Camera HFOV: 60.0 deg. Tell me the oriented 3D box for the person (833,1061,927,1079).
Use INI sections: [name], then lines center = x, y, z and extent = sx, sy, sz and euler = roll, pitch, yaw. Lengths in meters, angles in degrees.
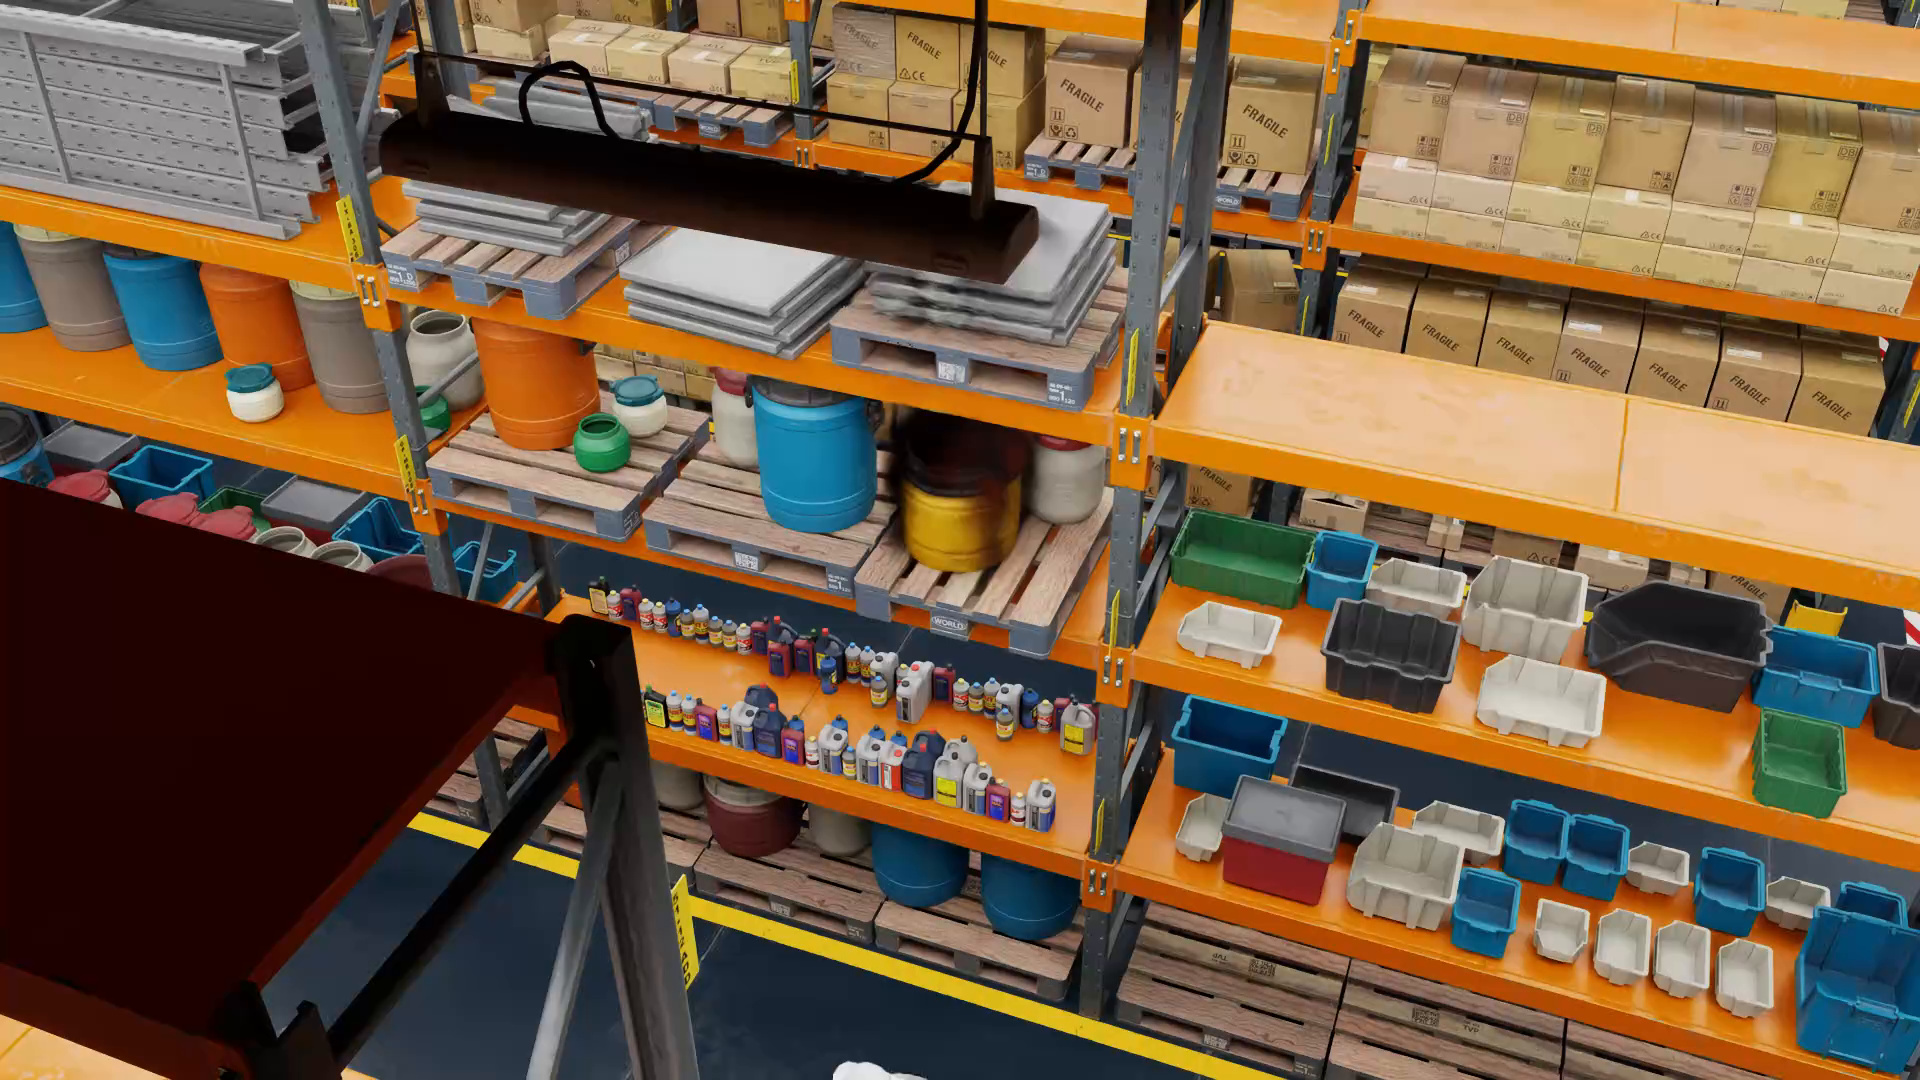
[person]
center = -0.469, 3.016, 7.825
extent = 0.714, 1.792, 0.654
euler = 5, 37, 7
